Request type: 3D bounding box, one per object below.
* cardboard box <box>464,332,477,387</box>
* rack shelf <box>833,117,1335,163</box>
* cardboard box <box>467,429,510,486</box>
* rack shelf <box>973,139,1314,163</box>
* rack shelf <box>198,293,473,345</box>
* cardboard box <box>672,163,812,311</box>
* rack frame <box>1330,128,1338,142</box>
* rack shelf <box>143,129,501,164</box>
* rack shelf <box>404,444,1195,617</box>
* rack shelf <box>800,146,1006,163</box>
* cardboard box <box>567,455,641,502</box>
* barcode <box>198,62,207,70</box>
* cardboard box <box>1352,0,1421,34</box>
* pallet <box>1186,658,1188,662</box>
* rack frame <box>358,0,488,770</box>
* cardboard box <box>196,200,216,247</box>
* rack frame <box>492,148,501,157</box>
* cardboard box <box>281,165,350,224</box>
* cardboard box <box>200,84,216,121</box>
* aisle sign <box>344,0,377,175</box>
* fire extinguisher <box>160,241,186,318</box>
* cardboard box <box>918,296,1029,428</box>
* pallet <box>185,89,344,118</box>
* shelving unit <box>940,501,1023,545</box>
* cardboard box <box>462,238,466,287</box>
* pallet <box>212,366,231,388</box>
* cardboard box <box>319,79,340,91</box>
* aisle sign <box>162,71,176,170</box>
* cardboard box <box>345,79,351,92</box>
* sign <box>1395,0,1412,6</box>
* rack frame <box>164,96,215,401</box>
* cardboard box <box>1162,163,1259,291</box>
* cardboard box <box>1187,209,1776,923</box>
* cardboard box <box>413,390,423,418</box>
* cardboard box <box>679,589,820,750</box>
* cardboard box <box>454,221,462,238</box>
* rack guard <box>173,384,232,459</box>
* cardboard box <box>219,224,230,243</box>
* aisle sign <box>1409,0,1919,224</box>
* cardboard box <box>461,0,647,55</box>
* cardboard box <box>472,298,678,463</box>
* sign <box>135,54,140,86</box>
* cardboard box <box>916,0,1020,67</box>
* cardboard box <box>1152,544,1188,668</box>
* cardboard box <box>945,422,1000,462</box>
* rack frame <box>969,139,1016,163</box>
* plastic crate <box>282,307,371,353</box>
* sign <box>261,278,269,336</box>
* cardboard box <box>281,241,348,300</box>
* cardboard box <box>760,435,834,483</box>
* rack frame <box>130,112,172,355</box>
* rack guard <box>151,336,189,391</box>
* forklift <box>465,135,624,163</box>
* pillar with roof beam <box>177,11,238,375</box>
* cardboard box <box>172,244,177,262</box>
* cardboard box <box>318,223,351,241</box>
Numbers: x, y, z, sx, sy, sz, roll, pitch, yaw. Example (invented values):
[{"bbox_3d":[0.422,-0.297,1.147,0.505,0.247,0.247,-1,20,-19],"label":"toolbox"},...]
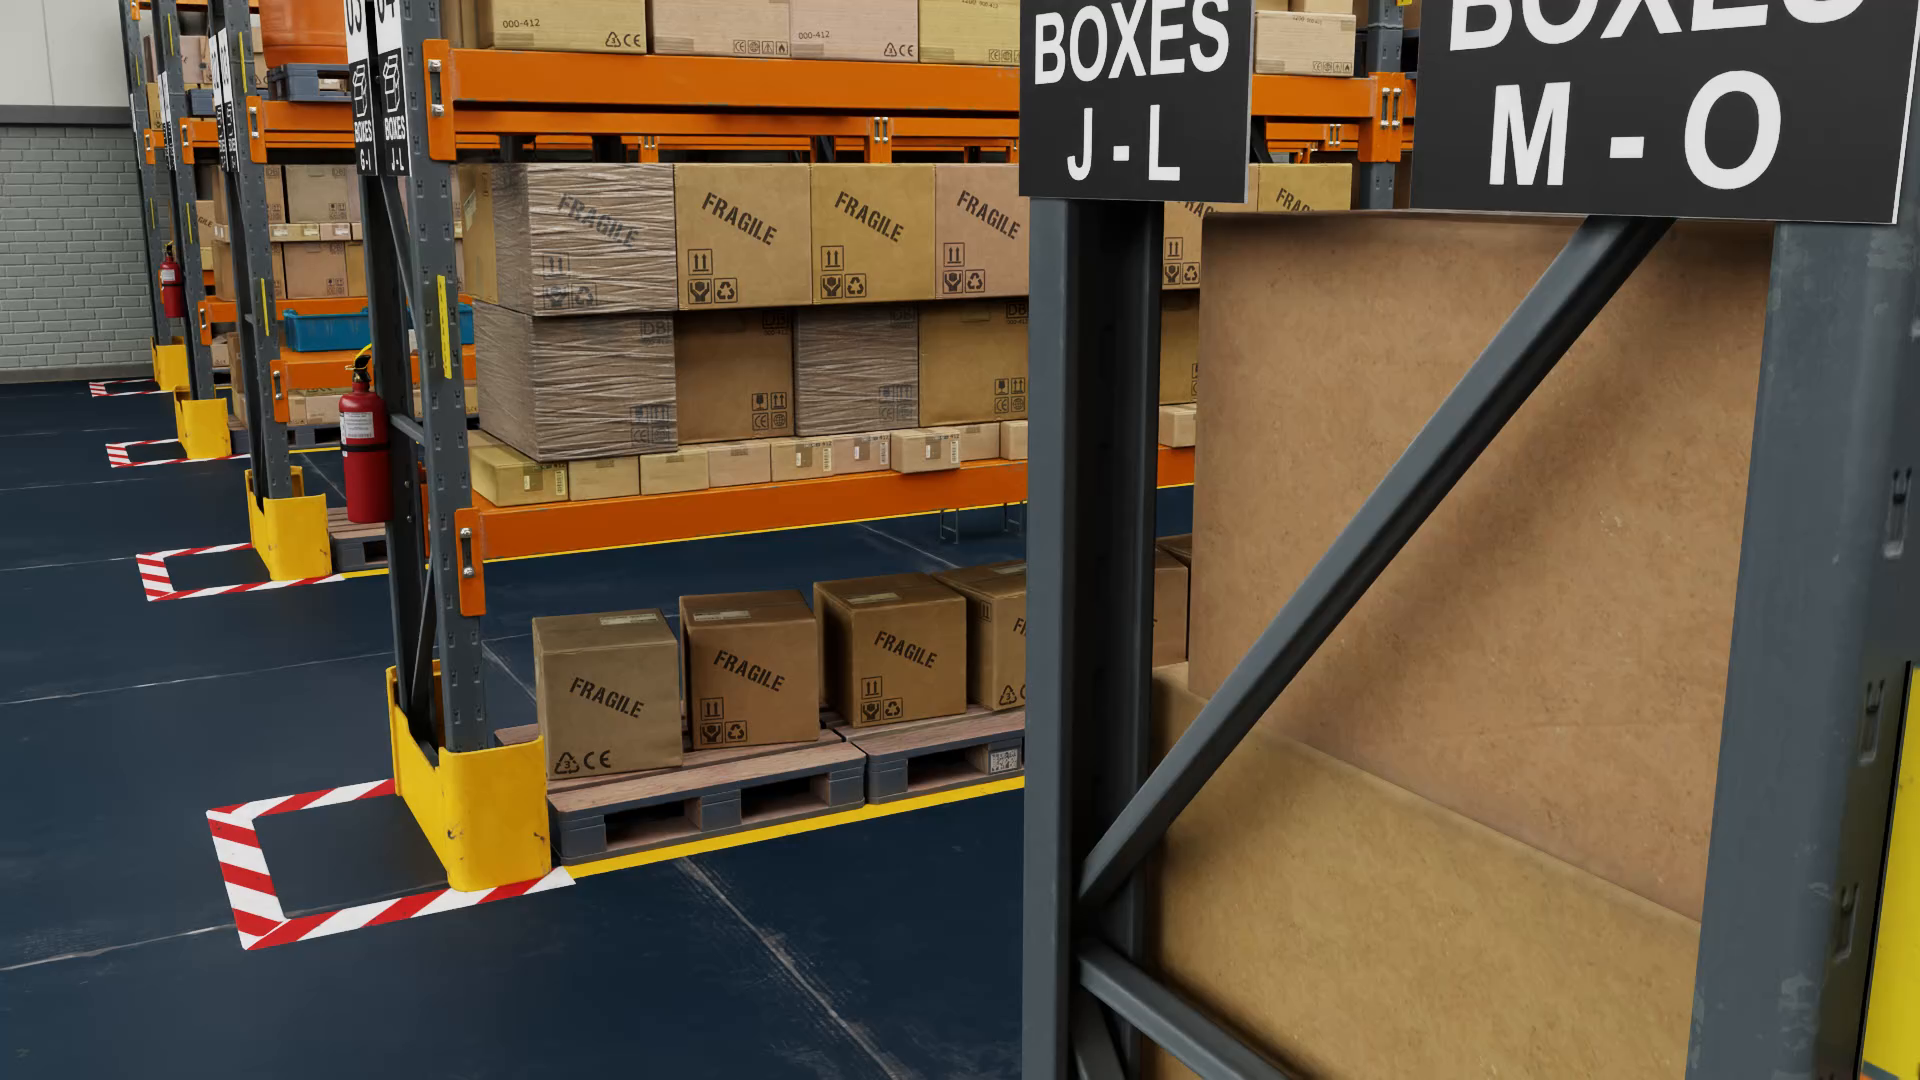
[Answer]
[{"bbox_3d":[-4.770,-1.678,15.334,0.500,0.500,0.500,-7,14,-28],"label":"cardboard box"},{"bbox_3d":[0.971,-3.067,12.712,4.000,0.370,1.077,-7,14,-28],"label":"rack shelf"},{"bbox_3d":[-1.771,-0.316,6.254,0.250,0.149,0.380,-7,14,-28],"label":"cardboard box"},{"bbox_3d":[2.112,-4.443,18.825,4.000,0.370,1.077,-7,14,-28],"label":"rack shelf"},{"bbox_3d":[-4.910,-2.138,15.415,4.000,0.370,1.077,-7,14,-28],"label":"rack shelf"},{"bbox_3d":[-0.866,-1.107,6.014,0.500,0.500,0.500,-7,14,-28],"label":"cardboard box"},{"bbox_3d":[2.727,-2.165,13.897,0.127,3.000,1.000,-7,14,-28],"label":"rack frame"},{"bbox_3d":[-7.287,-4.555,19.326,4.000,0.370,1.077,-7,14,-28],"label":"rack shelf"},{"bbox_3d":[-0.167,-0.228,6.930,4.000,0.370,1.077,-7,14,-28],"label":"rack shelf"},{"bbox_3d":[-0.265,-5.397,23.066,4.000,0.370,1.077,-7,14,-28],"label":"rack shelf"},{"bbox_3d":[-1.329,-0.253,5.974,0.250,0.149,0.380,-7,14,-28],"label":"cardboard box"},{"bbox_3d":[-6.632,-4.150,14.562,0.075,0.075,0.001,-7,14,-28],"label":"barcode"},{"bbox_3d":[2.049,-2.539,7.534,0.637,0.503,0.797,-8,15,-31],"label":"cardboard box"},{"bbox_3d":[1.016,0.648,7.748,1.213,0.211,1.003,-7,14,-28],"label":"pallet"},{"bbox_3d":[-1.922,-0.369,5.916,0.127,3.000,1.000,-7,14,-28],"label":"rack frame"},{"bbox_3d":[-8.479,-3.527,18.539,0.500,0.500,0.500,-7,14,-28],"label":"cardboard box"},{"bbox_3d":[-5.531,-3.653,20.511,0.127,3.000,1.000,-7,14,-28],"label":"rack frame"},{"bbox_3d":[-5.744,-3.069,14.730,0.500,0.500,0.700,-7,15,-29],"label":"cardboard box"},{"bbox_3d":[-8.140,-4.791,18.462,0.500,0.500,0.500,-6,14,-24],"label":"cardboard box"},{"bbox_3d":[-2.120,-1.688,5.859,0.004,0.787,0.394,-7,14,-28],"label":"aisle sign"},{"bbox_3d":[-6.992,-2.318,14.752,0.183,0.674,0.296,-7,14,-28],"label":"fire extinguisher"},{"bbox_3d":[-0.141,-0.786,6.863,0.500,0.500,0.875,-7,14,-28],"label":"cardboard box"},{"bbox_3d":[-6.032,-3.768,14.390,1.213,0.211,1.003,-7,14,-28],"label":"pallet"},{"bbox_3d":[0.145,-0.603,11.055,0.503,1.200,0.258,-7,14,-28],"label":"shelving unit"},{"bbox_3d":[-4.443,-2.591,15.564,0.500,0.500,0.700,-7,14,-27],"label":"cardboard box"},{"bbox_3d":[-8.245,-1.959,19.332,1.213,0.211,1.003,-7,14,-28],"label":"pallet"},{"bbox_3d":[-5.548,-3.982,14.437,0.250,0.149,0.380,-7,14,-28],"label":"cardboard box"},{"bbox_3d":[-6.576,-3.481,13.823,0.004,0.787,0.394,-7,14,-28],"label":"aisle sign"},{"bbox_3d":[-5.293,-4.202,15.044,0.500,0.311,0.500,-5,14,-21],"label":"cardboard box"},{"bbox_3d":[1.856,-2.402,6.939,0.005,0.325,0.100,-7,14,-28],"label":"sign"},{"bbox_3d":[-6.665,-2.278,14.401,0.127,3.000,1.000,-7,14,-28],"label":"rack frame"},{"bbox_3d":[0.888,-1.318,6.952,0.500,0.500,0.500,-7,14,-28],"label":"cardboard box"},{"bbox_3d":[0.710,-0.034,1.627,0.550,0.550,0.875,-7,14,-28],"label":"cardboard box"},{"bbox_3d":[-5.212,-1.261,15.187,0.500,0.250,0.500,-7,14,-28],"label":"cardboard box"},{"bbox_3d":[-0.858,0.514,6.731,0.500,0.500,0.500,-3,13,-13],"label":"cardboard box"},{"bbox_3d":[-4.637,-2.833,15.159,0.250,0.149,0.380,-6,14,-26],"label":"cardboard box"},{"bbox_3d":[-6.686,-1.056,14.664,0.348,0.500,1.175,-7,14,-28],"label":"rack guard"},{"bbox_3d":[-6.218,-2.643,14.318,0.250,0.149,0.380,-7,14,-28],"label":"cardboard box"},{"bbox_3d":[0.447,-0.605,1.046,0.004,0.787,0.394,-7,14,-28],"label":"aisle sign"},{"bbox_3d":[-1.375,-1.760,5.607,0.500,0.250,0.500,-6,14,-26],"label":"cardboard box"},{"bbox_3d":[-1.426,-0.615,6.106,0.500,0.500,0.875,-7,14,-28],"label":"cardboard box"},{"bbox_3d":[-8.782,-5.018,17.751,0.005,0.325,0.100,-7,14,-28],"label":"sign"},{"bbox_3d":[-0.034,-1.923,6.330,0.500,0.250,0.500,-6,14,-26],"label":"cardboard box"},{"bbox_3d":[0.720,0.321,7.588,0.500,0.500,0.500,-2,13,-10],"label":"cardboard box"},{"bbox_3d":[-0.039,-0.421,6.722,0.250,0.149,0.380,-7,14,-28],"label":"cardboard box"},{"bbox_3d":[0.357,-3.120,18.141,0.127,3.000,1.000,-7,14,-28],"label":"rack frame"},{"bbox_3d":[-3.999,-1.361,10.664,0.616,0.251,0.499,-7,14,-28],"label":"plastic crate"},{"bbox_3d":[-4.035,-1.352,9.654,0.005,0.325,0.100,-7,14,-28],"label":"sign"},{"bbox_3d":[-5.791,-2.430,14.847,0.500,0.500,0.700,-6,14,-26],"label":"cardboard box"},{"bbox_3d":[-0.670,-0.332,6.323,0.250,0.149,0.380,-7,14,-28],"label":"cardboard box"},{"bbox_3d":[-9.042,-3.233,18.641,0.127,3.000,1.000,-7,14,-28],"label":"rack frame"},{"bbox_3d":[-8.975,-2.021,18.951,0.348,0.500,1.175,-7,14,-28],"label":"rack guard"},{"bbox_3d":[-3.246,-1.985,13.254,1.130,2.935,3.031,-6,14,-26],"label":"forklift"},{"bbox_3d":[-6.779,-5.570,15.364,0.400,9.000,9.100,-7,14,-28],"label":"pillar with roof beam"},{"bbox_3d":[-8.725,-3.256,19.040,0.500,0.250,0.500,-7,14,-27],"label":"cardboard box"},{"bbox_3d":[-5.545,-2.724,14.675,0.250,0.149,0.380,-7,14,-29],"label":"cardboard box"}]
